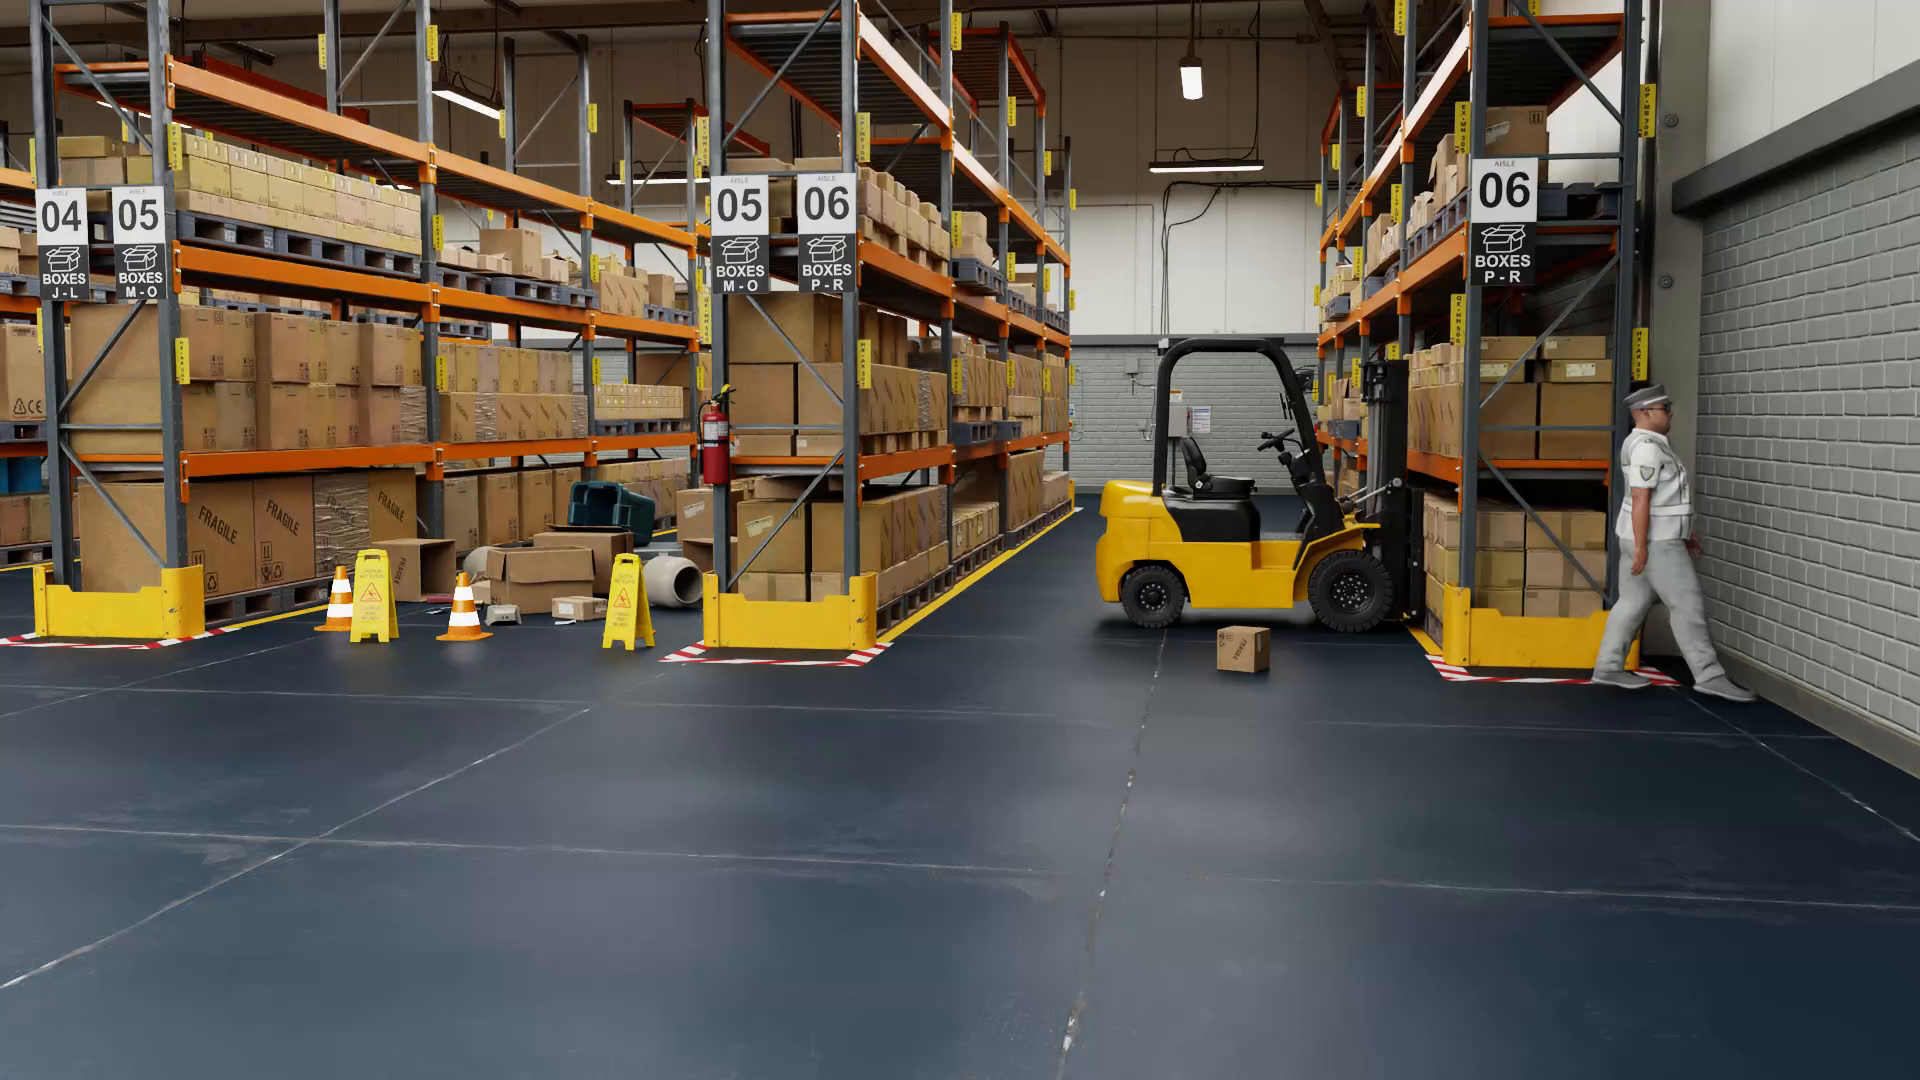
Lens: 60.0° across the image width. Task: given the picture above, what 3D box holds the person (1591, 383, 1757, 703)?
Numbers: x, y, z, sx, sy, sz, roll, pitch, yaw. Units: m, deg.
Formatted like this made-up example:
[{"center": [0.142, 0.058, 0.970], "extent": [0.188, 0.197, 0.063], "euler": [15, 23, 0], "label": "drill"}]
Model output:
[{"center": [4.041, -0.005, 9.400], "extent": [0.824, 1.764, 0.538], "euler": [1, 5, 10], "label": "person"}]
